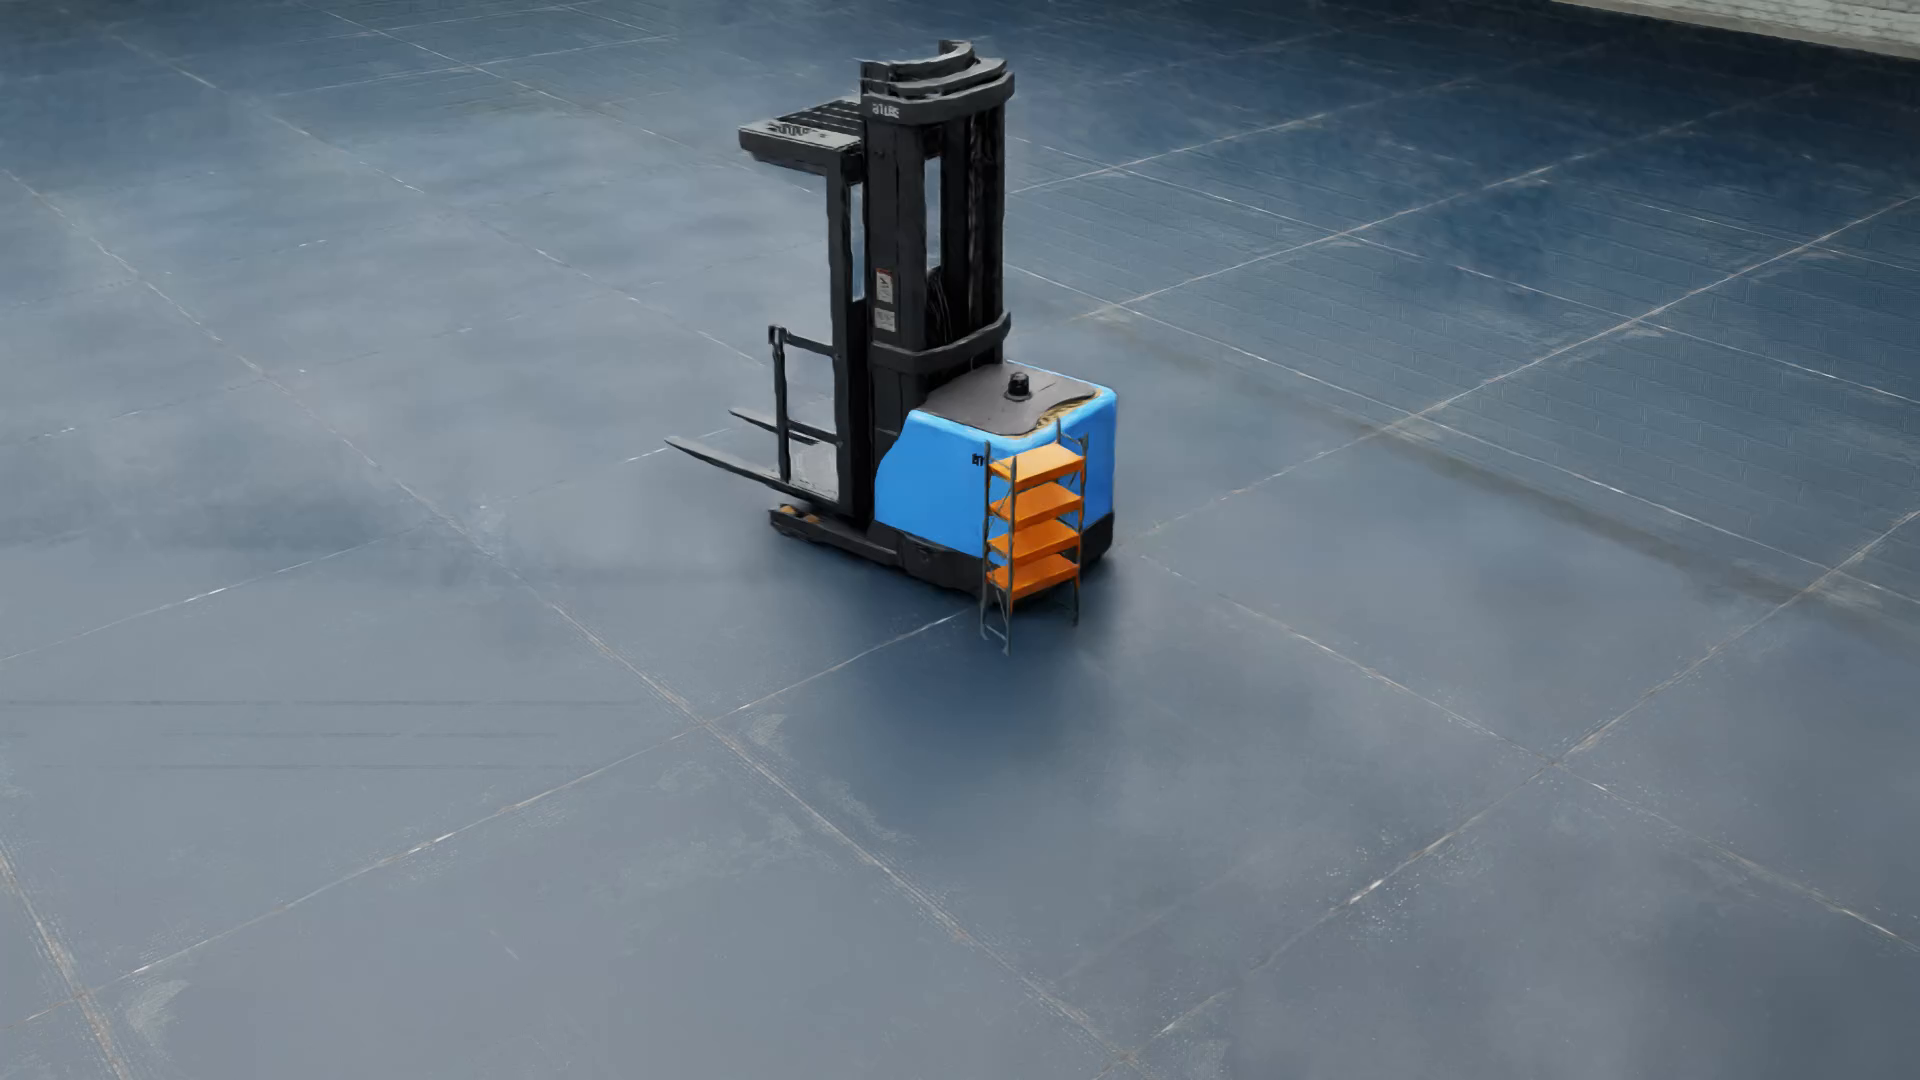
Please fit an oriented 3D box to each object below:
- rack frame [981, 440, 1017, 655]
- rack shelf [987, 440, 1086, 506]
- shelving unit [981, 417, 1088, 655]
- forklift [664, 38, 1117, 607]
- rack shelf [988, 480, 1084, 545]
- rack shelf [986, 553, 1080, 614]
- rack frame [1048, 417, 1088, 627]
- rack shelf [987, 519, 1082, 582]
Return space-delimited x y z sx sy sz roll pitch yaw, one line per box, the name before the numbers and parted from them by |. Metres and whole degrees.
rack frame | 0.202 0.054 8.869 0.015 1.200 0.240 -20 35 -32
rack shelf | 0.402 -0.359 8.808 0.480 0.148 0.258 -20 35 -32
shelving unit | 0.396 -0.016 9.000 0.503 1.200 0.258 -20 35 -32
forklift | -0.557 -1.456 9.864 3.031 2.935 1.130 20 34 32
rack shelf | 0.398 -0.152 8.923 0.480 0.148 0.258 -20 35 -32
rack shelf | 0.392 0.216 9.129 0.480 0.148 0.258 -20 35 -32
rack frame | 0.590 -0.086 9.130 0.015 1.200 0.240 -20 35 -32
rack shelf | 0.395 0.043 9.032 0.480 0.148 0.258 -20 35 -32
